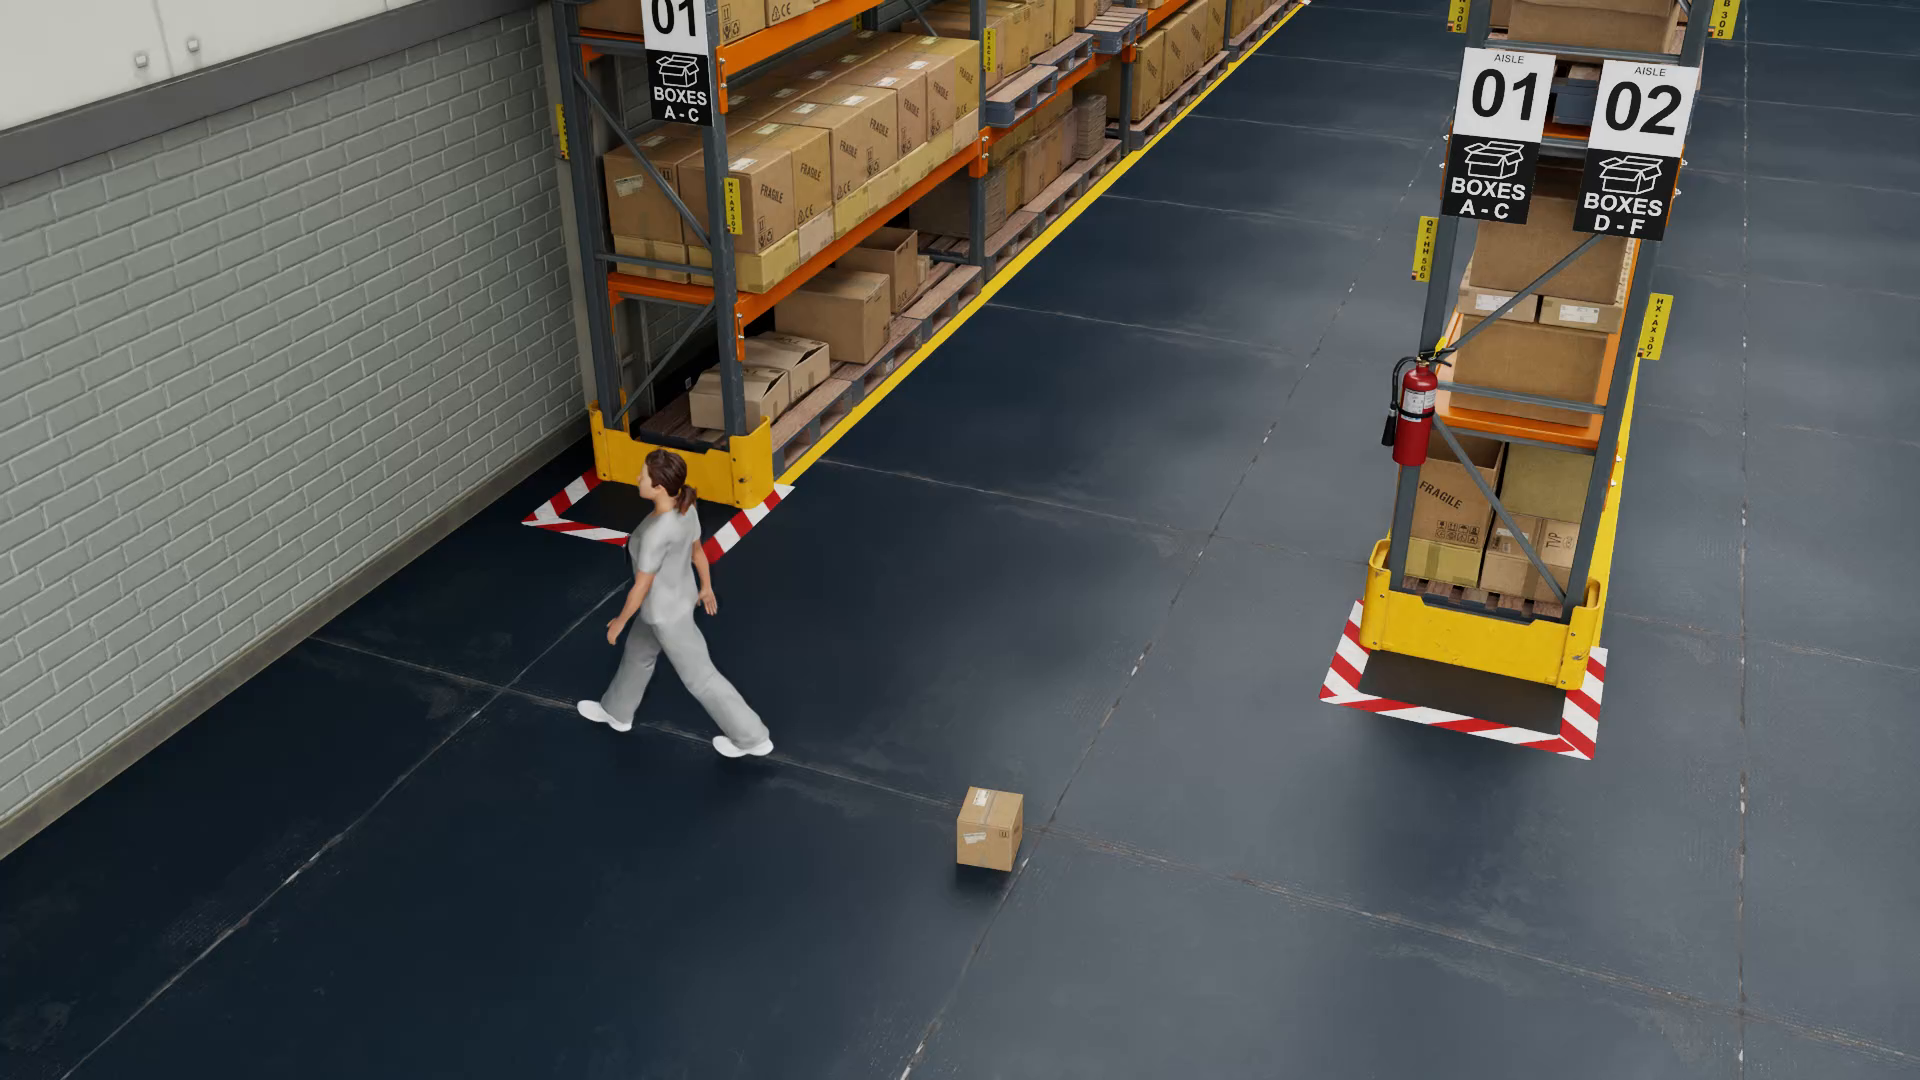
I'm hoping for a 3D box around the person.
[{"bbox_3d":[-1.424,0.306,7.860,1.062,1.606,0.471,4,30,6],"label":"person"}]
